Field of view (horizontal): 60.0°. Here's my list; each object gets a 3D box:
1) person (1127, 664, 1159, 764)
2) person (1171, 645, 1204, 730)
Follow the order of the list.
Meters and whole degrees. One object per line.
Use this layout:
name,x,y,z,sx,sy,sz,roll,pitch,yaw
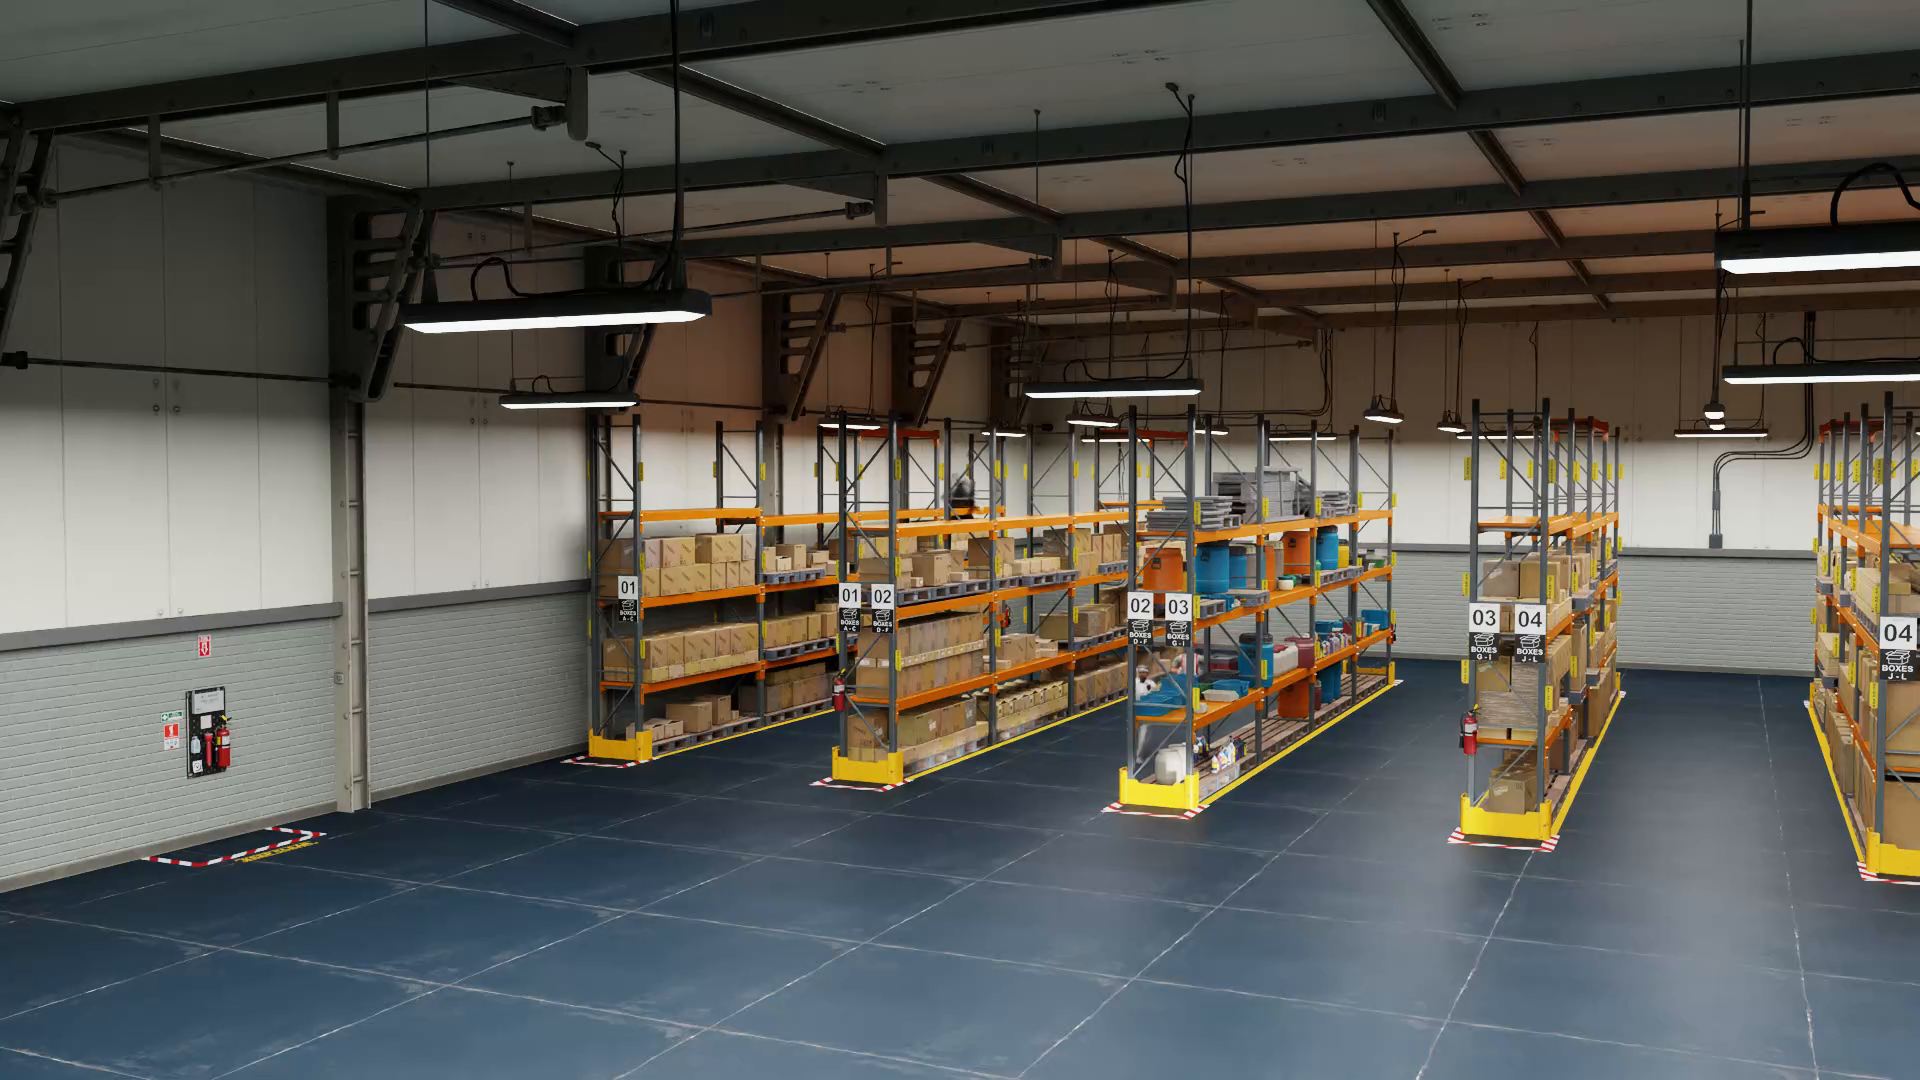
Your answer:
person,3.188,3.001,28.949,0.557,1.693,0.963,1,3,24
person,4.339,2.787,31.487,0.680,1.820,0.900,1,2,20
